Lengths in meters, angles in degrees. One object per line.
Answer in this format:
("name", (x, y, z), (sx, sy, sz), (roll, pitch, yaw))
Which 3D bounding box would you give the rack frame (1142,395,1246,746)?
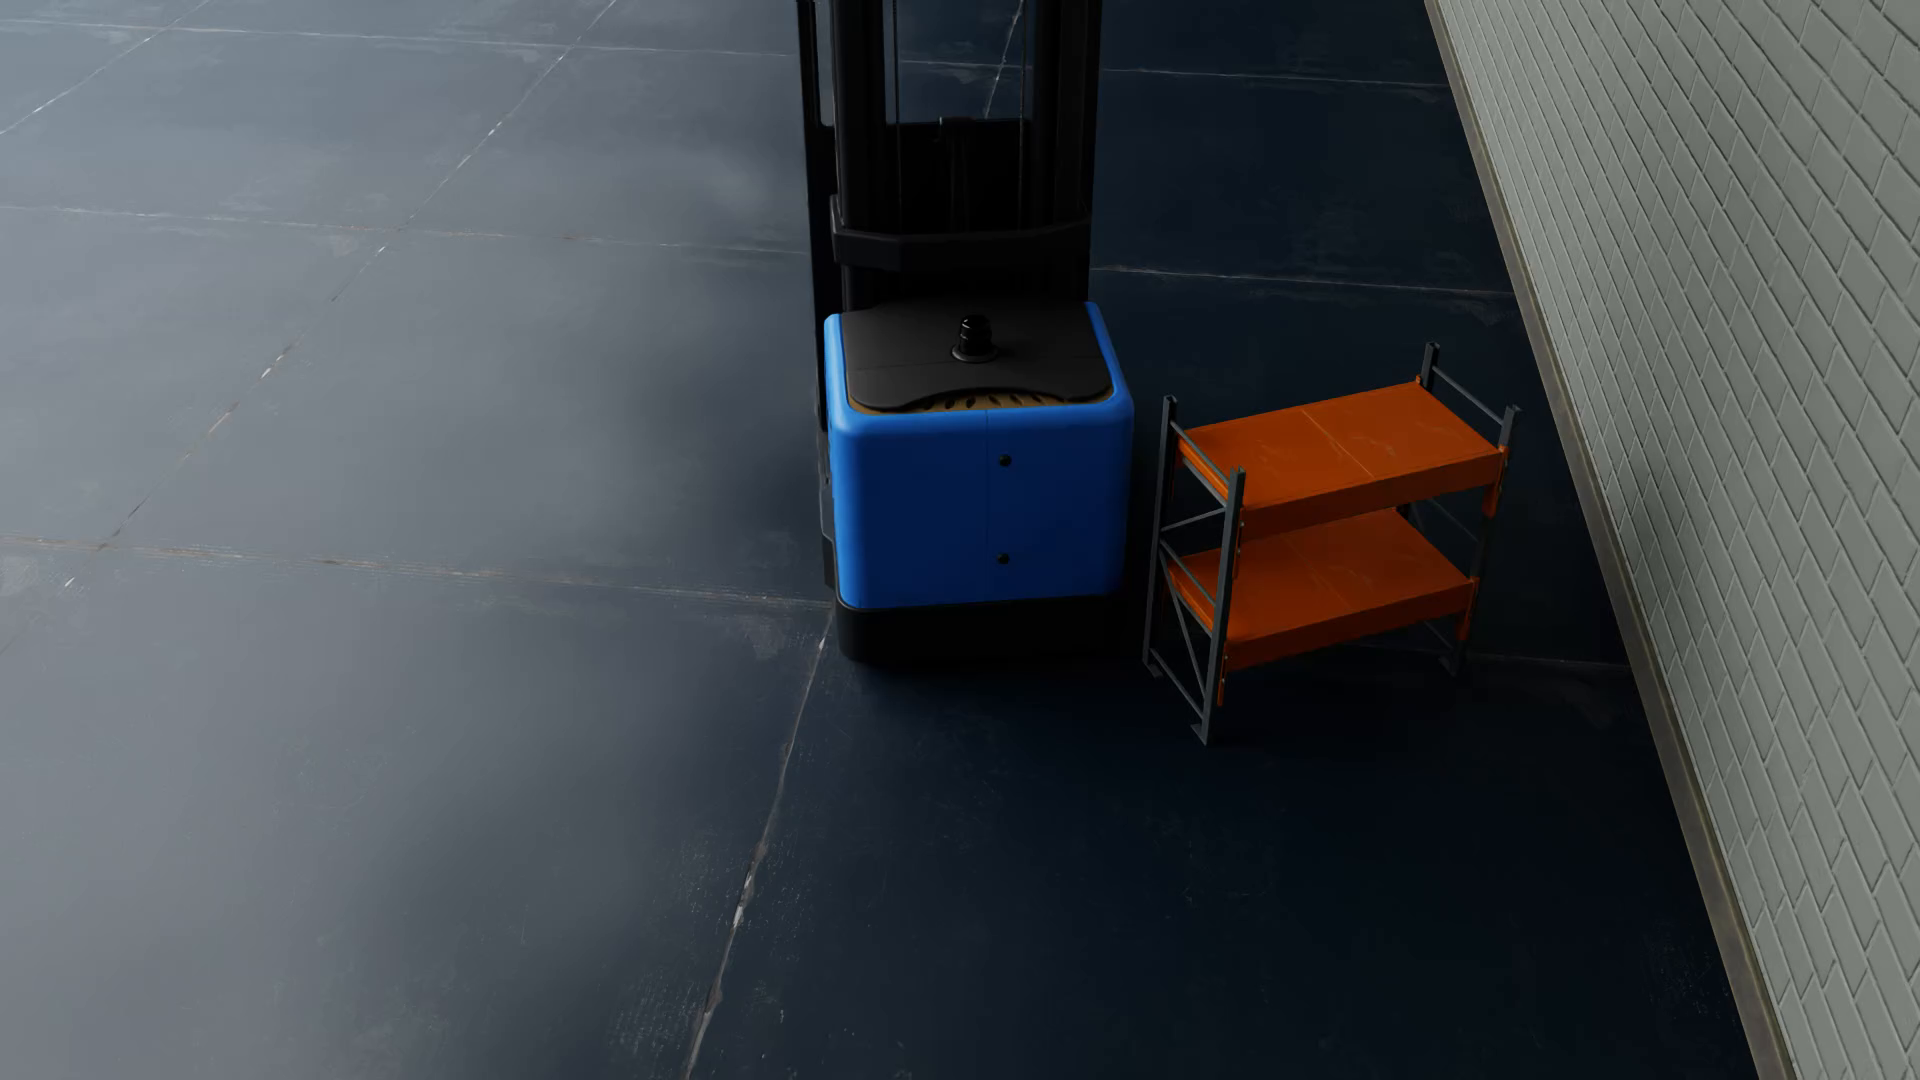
("rack frame", (0.775, 0.117, 5.618), (0.032, 1.125, 0.500), (-13, 37, -17))

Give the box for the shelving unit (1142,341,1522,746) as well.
("shelving unit", (1.249, 0.011, 5.766), (1.048, 1.125, 0.538), (-13, 37, -17))

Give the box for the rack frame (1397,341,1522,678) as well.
("rack frame", (1.724, -0.095, 5.915), (0.032, 1.125, 0.500), (-13, 37, -17))

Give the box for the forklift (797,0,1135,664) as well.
("forklift", (-0.063, -1.588, 6.452), (1.130, 2.935, 3.031), (-3, 36, -5))

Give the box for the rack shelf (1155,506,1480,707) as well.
("rack shelf", (1.249, 0.210, 5.908), (1.000, 0.278, 0.538), (-13, 37, -17))

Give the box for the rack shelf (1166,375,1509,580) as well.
("rack shelf", (1.249, -0.227, 5.596), (1.000, 0.278, 0.538), (-13, 37, -17))
